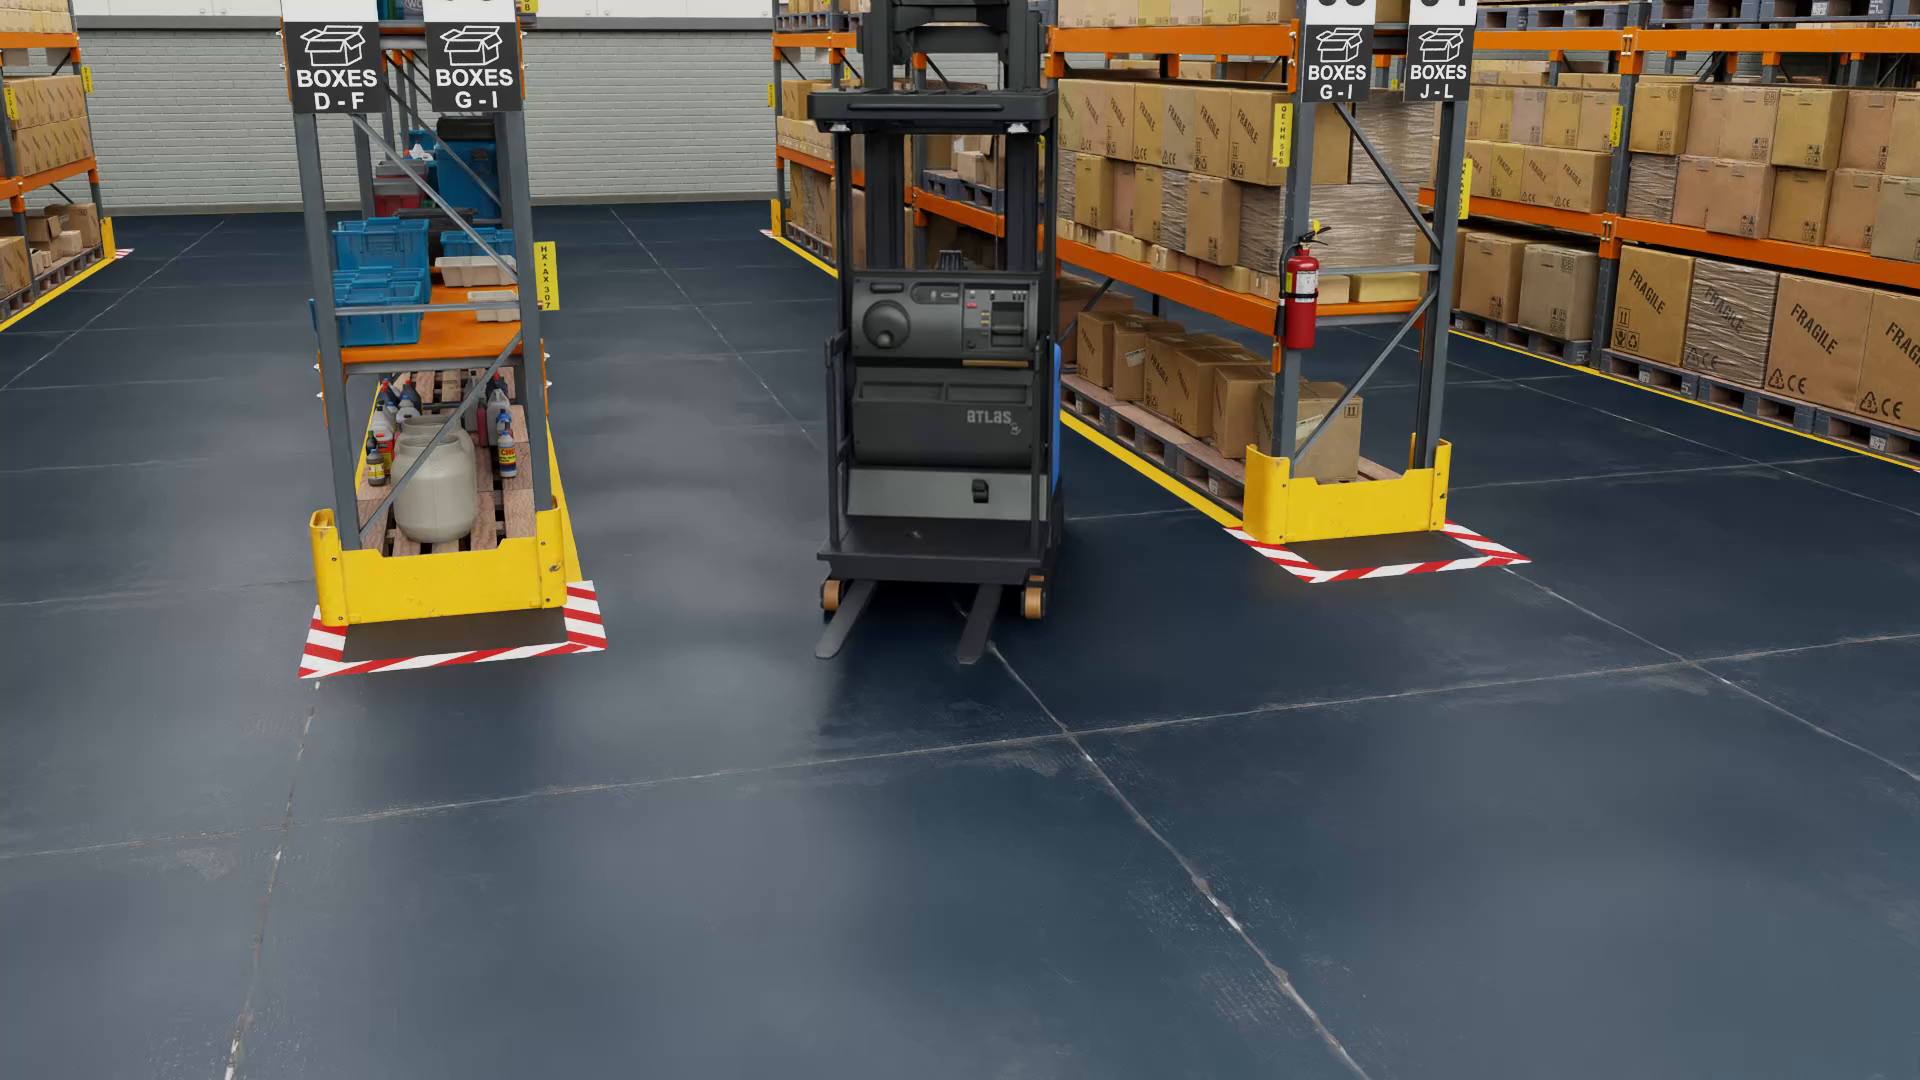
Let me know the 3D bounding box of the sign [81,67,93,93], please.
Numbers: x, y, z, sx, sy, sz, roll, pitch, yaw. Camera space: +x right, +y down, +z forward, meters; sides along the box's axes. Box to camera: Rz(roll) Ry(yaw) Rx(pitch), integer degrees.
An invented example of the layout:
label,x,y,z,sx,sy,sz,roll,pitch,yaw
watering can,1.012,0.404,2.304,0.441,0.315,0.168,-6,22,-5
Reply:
label,x,y,z,sx,sy,sz,roll,pitch,yaw
sign,-11.133,-5.868,21.212,0.100,0.325,0.005,-5,17,-15

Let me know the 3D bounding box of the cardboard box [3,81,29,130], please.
label,x,y,z,sx,sy,sz,roll,pitch,yaw
cardboard box,-10.432,-4.697,17.963,0.500,0.500,0.500,-4,17,-14

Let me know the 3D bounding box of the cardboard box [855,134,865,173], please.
label,x,y,z,sx,sy,sz,roll,pitch,yaw
cardboard box,-0.885,-4.423,18.789,0.500,0.500,0.500,-5,17,-17

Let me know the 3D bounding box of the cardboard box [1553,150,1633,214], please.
label,x,y,z,sx,sy,sz,roll,pitch,yaw
cardboard box,5.548,-3.122,14.458,0.500,0.500,0.500,-5,17,-16

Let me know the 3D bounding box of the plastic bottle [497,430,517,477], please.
label,x,y,z,sx,sy,sz,roll,pitch,yaw
plastic bottle,-2.710,-0.519,9.944,0.097,0.271,0.097,0,17,0

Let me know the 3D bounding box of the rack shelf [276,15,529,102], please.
label,x,y,z,sx,sy,sz,roll,pitch,yaw
rack shelf,-3.061,-2.734,9.377,1.077,0.370,4.000,-5,17,-15

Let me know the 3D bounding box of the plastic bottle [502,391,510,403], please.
label,x,y,z,sx,sy,sz,roll,pitch,yaw
plastic bottle,-3.019,-0.855,11.041,0.061,0.283,0.133,-4,17,-12

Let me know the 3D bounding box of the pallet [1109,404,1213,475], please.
label,x,y,z,sx,sy,sz,roll,pitch,yaw
pallet,1.709,-0.730,11.517,1.003,0.211,1.213,-5,17,-15

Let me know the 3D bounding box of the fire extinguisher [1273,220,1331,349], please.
label,x,y,z,sx,sy,sz,roll,pitch,yaw
fire extinguisher,1.839,-1.375,8.951,0.296,0.674,0.183,-5,17,-15

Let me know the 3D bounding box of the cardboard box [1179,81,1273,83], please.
label,x,y,z,sx,sy,sz,roll,pitch,yaw
cardboard box,1.815,-2.877,11.386,0.500,0.500,0.500,-5,17,-15

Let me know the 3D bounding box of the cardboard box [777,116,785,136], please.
label,x,y,z,sx,sy,sz,roll,pitch,yaw
cardboard box,-2.274,-5.823,23.366,0.500,0.250,0.500,-5,17,-17

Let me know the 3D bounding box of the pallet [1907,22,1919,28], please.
label,x,y,z,sx,sy,sz,roll,pitch,yaw
pallet,10.325,-5.183,16.605,1.213,0.211,1.003,-5,17,-15

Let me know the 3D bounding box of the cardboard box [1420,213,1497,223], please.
label,x,y,z,sx,sy,sz,roll,pitch,yaw
cardboard box,4.930,-3.006,17.425,1.050,0.750,0.750,-5,17,-16

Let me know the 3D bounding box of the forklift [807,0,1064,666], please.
label,x,y,z,sx,sy,sz,roll,pitch,yaw
forklift,-0.097,-1.115,8.069,1.130,2.935,3.031,2,17,6

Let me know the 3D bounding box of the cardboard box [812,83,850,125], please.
label,x,y,z,sx,sy,sz,roll,pitch,yaw
cardboard box,-1.564,-5.474,20.903,0.500,0.500,0.500,-5,17,-15

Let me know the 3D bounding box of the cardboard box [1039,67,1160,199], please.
label,x,y,z,sx,sy,sz,roll,pitch,yaw
cardboard box,1.068,-3.306,13.472,1.000,1.000,1.000,-5,17,-15

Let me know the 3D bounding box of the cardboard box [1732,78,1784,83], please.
label,x,y,z,sx,sy,sz,roll,pitch,yaw
cardboard box,9.187,-5.126,19.391,0.500,0.500,0.500,-5,17,-17

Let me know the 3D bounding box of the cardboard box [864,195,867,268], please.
label,x,y,z,sx,sy,sz,roll,pitch,yaw
cardboard box,-0.355,-3.317,18.243,1.225,0.875,0.875,-5,17,-15

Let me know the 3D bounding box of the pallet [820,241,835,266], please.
label,x,y,z,sx,sy,sz,roll,pitch,yaw
pallet,-1.181,-3.681,21.339,1.003,0.211,1.213,-5,17,-15

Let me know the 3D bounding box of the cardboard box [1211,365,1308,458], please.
label,x,y,z,sx,sy,sz,roll,pitch,yaw
cardboard box,1.898,-0.821,10.587,0.500,0.500,0.500,0,17,-1

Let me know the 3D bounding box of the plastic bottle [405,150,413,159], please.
label,x,y,z,sx,sy,sz,roll,pitch,yaw
plastic bottle,-5.637,-3.808,17.000,0.144,0.351,0.185,-5,17,-15

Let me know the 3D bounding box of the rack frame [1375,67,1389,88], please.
label,x,y,z,sx,sy,sz,roll,pitch,yaw
rack frame,4.849,-4.058,17.746,1.000,3.000,0.127,-5,17,-15

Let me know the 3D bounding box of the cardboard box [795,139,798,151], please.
label,x,y,z,sx,sy,sz,roll,pitch,yaw
cardboard box,-2.010,-5.306,22.339,0.380,0.149,0.250,-5,17,-16

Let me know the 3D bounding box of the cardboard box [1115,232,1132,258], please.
label,x,y,z,sx,sy,sz,roll,pitch,yaw
cardboard box,1.289,-2.040,11.464,0.380,0.149,0.250,-5,17,-15

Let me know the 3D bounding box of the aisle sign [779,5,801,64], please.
label,x,y,z,sx,sy,sz,roll,pitch,yaw
aisle sign,-2.454,-7.147,23.514,0.394,0.787,0.004,-5,17,-15

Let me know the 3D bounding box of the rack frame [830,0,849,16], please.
label,x,y,z,sx,sy,sz,roll,pitch,yaw
rack frame,-1.047,-7.673,19.354,1.000,3.000,0.127,-5,17,-15

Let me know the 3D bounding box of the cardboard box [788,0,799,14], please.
label,x,y,z,sx,sy,sz,roll,pitch,yaw
cardboard box,-1.913,-7.335,22.365,0.700,0.500,0.500,-5,18,-17

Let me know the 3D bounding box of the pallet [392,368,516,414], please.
label,x,y,z,sx,sy,sz,roll,pitch,yaw
pallet,-3.864,-1.074,12.661,1.003,0.211,1.213,-5,17,-15

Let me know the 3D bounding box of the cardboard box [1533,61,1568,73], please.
label,x,y,z,sx,sy,sz,roll,pitch,yaw
cardboard box,8.091,-6.481,22.773,0.380,0.149,0.250,-5,17,-16

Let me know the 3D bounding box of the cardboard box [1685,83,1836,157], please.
label,x,y,z,sx,sy,sz,roll,pitch,yaw
cardboard box,6.280,-3.292,13.061,0.875,0.550,0.550,-5,17,-15

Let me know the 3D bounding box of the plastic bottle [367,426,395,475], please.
label,x,y,z,sx,sy,sz,roll,pitch,yaw
plastic bottle,-3.481,-0.540,10.007,0.152,0.276,0.135,-5,17,-15

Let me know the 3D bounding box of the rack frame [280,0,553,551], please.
label,x,y,z,sx,sy,sz,roll,pitch,yaw
rack frame,-2.511,-1.089,7.863,1.000,3.000,0.127,-5,17,-15

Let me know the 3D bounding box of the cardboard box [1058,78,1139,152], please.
label,x,y,z,sx,sy,sz,roll,pitch,yaw
cardboard box,1.031,-3.112,12.168,0.500,0.500,0.500,-5,17,-15

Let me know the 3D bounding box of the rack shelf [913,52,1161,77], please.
label,x,y,z,sx,sy,sz,roll,pitch,yaw
rack shelf,0.602,-4.232,14.364,1.077,0.370,4.000,-5,17,-15

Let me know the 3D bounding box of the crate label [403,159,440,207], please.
label,x,y,z,sx,sy,sz,roll,pitch,yaw
crate label,-4.697,-3.022,14.239,0.502,0.435,0.616,-5,17,-15

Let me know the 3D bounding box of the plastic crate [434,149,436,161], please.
label,x,y,z,sx,sy,sz,roll,pitch,yaw
plastic crate,-6.375,-4.594,19.904,0.437,0.125,0.590,-5,17,-15

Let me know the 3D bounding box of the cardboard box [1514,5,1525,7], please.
label,x,y,z,sx,sy,sz,roll,pitch,yaw
cardboard box,7.926,-7.373,23.102,0.380,0.149,0.250,-4,17,-14

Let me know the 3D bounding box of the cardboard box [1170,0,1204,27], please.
label,x,y,z,sx,sy,sz,roll,pitch,yaw
cardboard box,1.601,-3.239,10.067,0.500,0.250,0.500,-4,17,-14

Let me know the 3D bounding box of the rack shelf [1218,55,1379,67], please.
label,x,y,z,sx,sy,sz,roll,pitch,yaw
rack shelf,4.299,-5.703,19.259,1.077,0.370,4.000,-5,17,-15

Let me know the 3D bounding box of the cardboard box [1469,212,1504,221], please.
label,x,y,z,sx,sy,sz,roll,pitch,yaw
cardboard box,8.165,-4.987,24.564,0.875,0.438,0.875,-5,17,-17

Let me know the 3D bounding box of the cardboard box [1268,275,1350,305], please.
label,x,y,z,sx,sy,sz,roll,pitch,yaw
cardboard box,1.974,-1.423,9.411,0.380,0.149,0.250,-5,17,-15

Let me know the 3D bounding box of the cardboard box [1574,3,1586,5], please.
label,x,y,z,sx,sy,sz,roll,pitch,yaw
cardboard box,8.282,-6.991,21.800,0.396,0.266,0.258,-5,17,-16

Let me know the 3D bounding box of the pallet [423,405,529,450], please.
label,x,y,z,sx,sy,sz,roll,pitch,yaw
pallet,-3.466,-0.671,11.318,1.003,0.211,1.213,-5,17,-15

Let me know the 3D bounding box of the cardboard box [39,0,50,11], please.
label,x,y,z,sx,sy,sz,roll,pitch,yaw
cardboard box,-11.014,-6.329,19.487,0.500,0.250,0.500,-5,17,-15

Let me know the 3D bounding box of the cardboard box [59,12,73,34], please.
label,x,y,z,sx,sy,sz,roll,pitch,yaw
cardboard box,-11.277,-6.368,20.483,0.500,0.250,0.500,-5,17,-15

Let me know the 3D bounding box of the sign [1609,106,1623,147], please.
label,x,y,z,sx,sy,sz,roll,pitch,yaw
sign,5.429,-3.422,13.755,0.100,0.325,0.005,-5,17,-15
